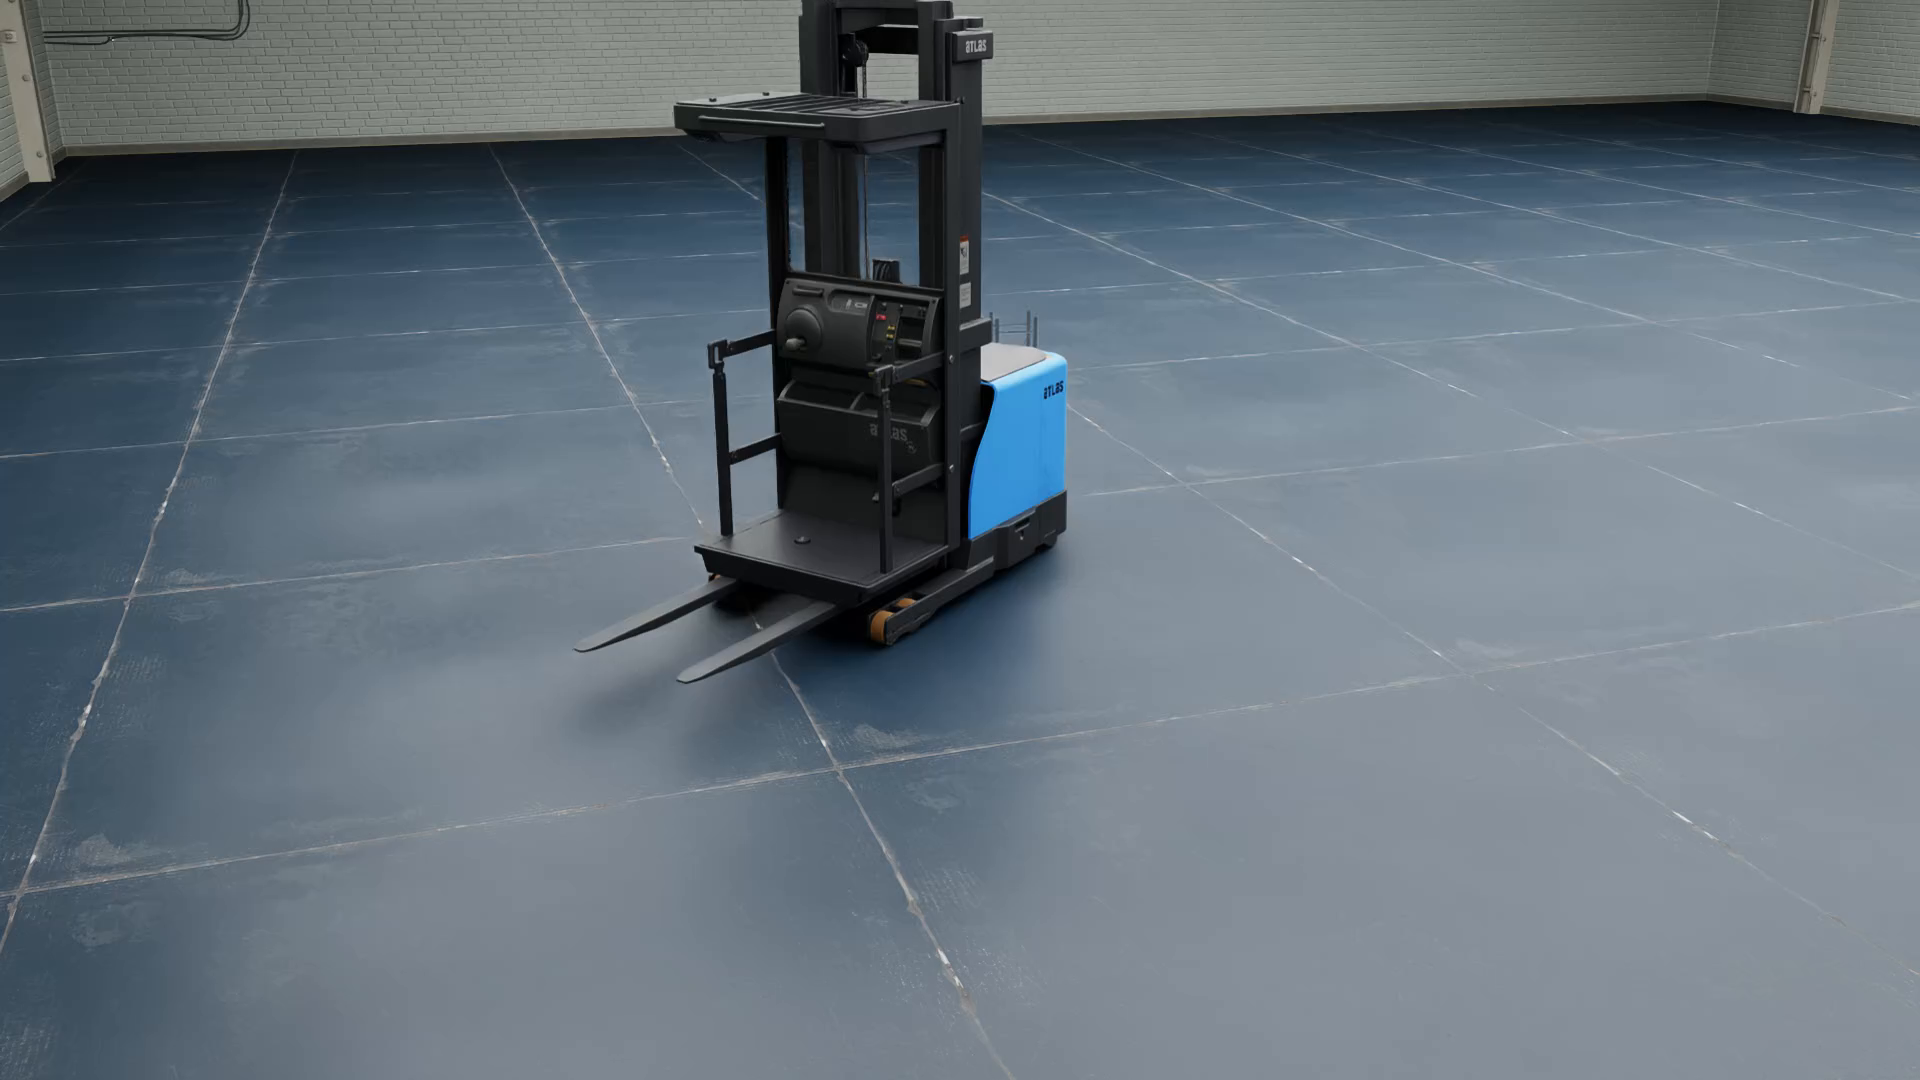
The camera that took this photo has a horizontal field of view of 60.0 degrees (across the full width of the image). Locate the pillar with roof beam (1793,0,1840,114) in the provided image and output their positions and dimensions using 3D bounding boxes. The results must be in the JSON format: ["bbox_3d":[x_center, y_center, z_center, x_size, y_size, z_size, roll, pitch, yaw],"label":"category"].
[{"bbox_3d":[12.725,-12.255,30.223,9.100,9.000,0.400,-6,21,-17],"label":"pillar with roof beam"}]

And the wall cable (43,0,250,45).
[{"bbox_3d":[-12.763,-8.990,25.726,3.097,2.526,0.112,-6,21,-17],"label":"wall cable"}]

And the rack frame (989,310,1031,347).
[{"bbox_3d":[0.286,-0.746,9.719,0.240,1.200,0.006,-3,20,-9],"label":"rack frame"}]

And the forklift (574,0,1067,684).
[{"bbox_3d":[-0.623,-1.054,8.014,1.130,2.935,3.031,12,23,31],"label":"forklift"}]

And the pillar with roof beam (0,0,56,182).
[{"bbox_3d":[-9.005,-9.823,23.452,9.100,9.000,0.400,-6,21,-17],"label":"pillar with roof beam"}]

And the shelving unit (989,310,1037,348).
[{"bbox_3d":[0.301,-0.716,9.634,0.258,1.200,0.189,-3,20,-9],"label":"shelving unit"}]

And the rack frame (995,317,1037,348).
[{"bbox_3d":[0.317,-0.685,9.549,0.240,1.200,0.006,-3,20,-9],"label":"rack frame"}]
